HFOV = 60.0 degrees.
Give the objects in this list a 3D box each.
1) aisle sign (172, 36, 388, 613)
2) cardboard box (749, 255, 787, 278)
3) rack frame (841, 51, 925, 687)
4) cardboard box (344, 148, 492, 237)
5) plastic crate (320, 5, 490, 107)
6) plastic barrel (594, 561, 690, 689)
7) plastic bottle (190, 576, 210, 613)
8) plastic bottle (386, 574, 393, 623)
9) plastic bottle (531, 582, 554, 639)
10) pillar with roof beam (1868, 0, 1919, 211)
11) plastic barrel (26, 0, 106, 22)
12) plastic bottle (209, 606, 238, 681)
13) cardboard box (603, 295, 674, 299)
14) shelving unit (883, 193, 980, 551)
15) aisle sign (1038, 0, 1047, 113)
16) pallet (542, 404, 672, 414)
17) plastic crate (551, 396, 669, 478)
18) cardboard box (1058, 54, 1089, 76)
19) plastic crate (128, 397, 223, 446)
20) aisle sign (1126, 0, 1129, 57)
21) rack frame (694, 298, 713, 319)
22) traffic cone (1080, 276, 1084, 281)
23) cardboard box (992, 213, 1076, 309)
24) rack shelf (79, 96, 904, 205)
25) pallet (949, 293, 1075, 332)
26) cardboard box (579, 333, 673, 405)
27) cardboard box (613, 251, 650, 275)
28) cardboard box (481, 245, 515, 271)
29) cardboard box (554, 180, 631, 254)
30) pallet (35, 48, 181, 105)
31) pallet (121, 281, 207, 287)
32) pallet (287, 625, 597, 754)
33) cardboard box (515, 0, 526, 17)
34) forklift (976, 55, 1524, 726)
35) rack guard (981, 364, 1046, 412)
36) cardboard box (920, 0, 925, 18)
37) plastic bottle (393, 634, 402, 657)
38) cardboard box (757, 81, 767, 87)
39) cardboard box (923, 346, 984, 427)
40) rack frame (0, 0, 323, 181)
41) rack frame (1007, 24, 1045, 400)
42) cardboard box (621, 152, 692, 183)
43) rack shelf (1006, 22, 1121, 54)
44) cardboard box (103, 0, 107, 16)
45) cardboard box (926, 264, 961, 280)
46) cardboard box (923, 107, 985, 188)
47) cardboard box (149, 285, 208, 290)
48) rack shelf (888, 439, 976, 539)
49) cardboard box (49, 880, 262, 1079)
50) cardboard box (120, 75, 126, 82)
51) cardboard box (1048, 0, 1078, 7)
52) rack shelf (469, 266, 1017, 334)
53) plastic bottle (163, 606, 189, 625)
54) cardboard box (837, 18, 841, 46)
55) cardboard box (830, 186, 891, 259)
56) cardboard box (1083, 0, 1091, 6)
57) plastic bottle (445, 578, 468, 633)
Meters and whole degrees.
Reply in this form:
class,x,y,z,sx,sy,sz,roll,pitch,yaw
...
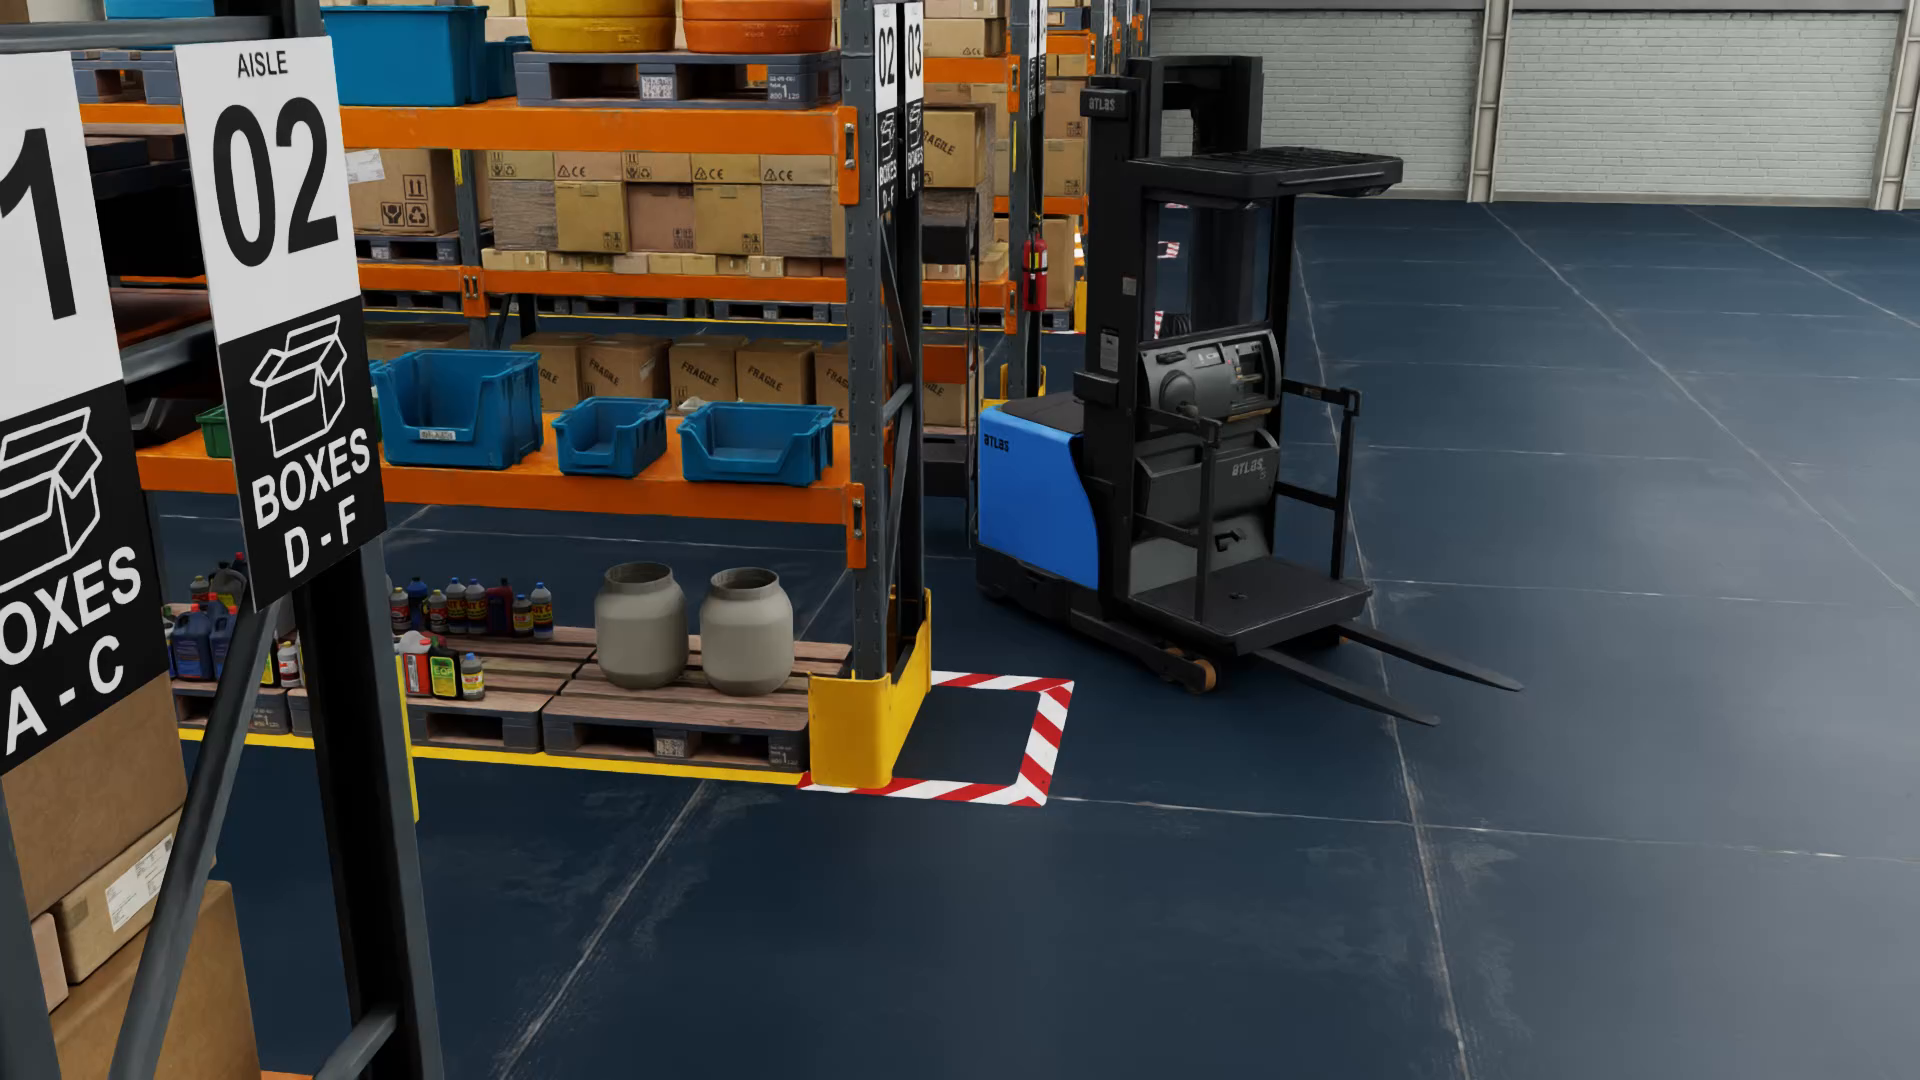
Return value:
class,x,y,z,sx,sy,sz,roll,pitch,yaw
aisle sign,-0.987,-0.329,2.463,0.004,0.787,0.394,3,19,9
cardboard box,-1.337,-1.980,11.890,0.250,0.149,0.380,3,19,9
rack frame,-0.311,-0.555,7.236,0.127,3.000,1.000,3,19,9
cardboard box,-4.237,-2.876,12.564,1.000,1.000,1.000,3,19,9
plastic crate,-2.242,-1.972,6.767,0.575,0.384,0.392,3,19,9
plastic barrel,-1.468,0.391,7.666,0.421,0.512,0.421,0,18,0
plastic bottle,-3.853,0.282,8.449,0.097,0.201,0.097,0,18,0
plastic bottle,-2.911,0.304,8.267,0.135,0.276,0.152,3,19,10
plastic bottle,-2.052,0.341,8.163,0.097,0.271,0.097,0,18,0
pillar with roof beam,13.451,-7.977,19.961,0.400,9.000,9.100,3,19,9
plastic barrel,-3.866,-2.348,7.028,0.421,0.512,0.421,0,18,0
plastic bottle,-3.343,0.471,7.649,0.185,0.351,0.144,2,19,6
cardboard box,-3.216,-2.993,17.403,0.750,0.750,1.050,3,19,8
shelving unit,-0.163,-1.004,9.995,0.503,2.100,0.431,3,19,9
aisle sign,0.583,-3.431,11.732,0.004,0.787,0.394,3,19,9
pallet,-2.806,-0.963,12.849,1.213,0.211,1.003,3,19,9
plastic crate,-1.493,-0.451,7.157,0.408,0.251,0.499,3,19,9
cardboard box,1.507,-5.832,20.803,0.500,0.500,0.700,2,19,7
plastic crate,-3.764,-0.661,7.649,0.504,0.338,0.767,3,19,9
aisle sign,2.062,-6.351,20.459,0.004,0.787,0.394,3,19,9
rack frame,-2.588,-3.857,17.104,0.127,3.000,1.000,3,19,9
traffic cone,1.577,-3.261,19.321,0.334,0.463,0.336,3,19,9
cardboard box,0.681,-2.861,16.813,0.875,0.875,0.875,3,19,9
rack shelf,-2.286,-1.737,7.175,4.000,0.370,1.077,3,19,9
pallet,0.559,-2.349,16.991,1.213,0.211,1.003,3,19,9
cardboard box,-2.520,-1.263,12.628,0.500,0.500,0.500,9,21,26
cardboard box,-2.326,-2.029,12.034,0.250,0.149,0.380,3,19,9
cardboard box,-3.310,-2.084,12.201,0.250,0.149,0.380,3,19,9
cardboard box,-2.552,-2.419,12.178,0.500,0.500,0.875,3,19,9
pallet,-3.533,-2.084,7.374,1.003,0.211,1.213,3,19,9
pallet,-8.510,-2.838,18.452,1.213,0.211,1.003,3,19,9
pallet,-2.396,0.673,7.958,1.213,0.211,1.003,3,19,9
cardboard box,-2.929,-3.744,11.646,0.250,0.149,0.380,2,19,6
forklift,1.388,-0.820,8.135,1.130,2.935,3.031,-14,23,-35
rack guard,0.399,-0.925,12.281,0.348,0.500,1.175,3,19,9
cardboard box,-0.375,-3.593,11.195,0.250,0.149,0.380,2,19,6
plastic bottle,-2.575,0.544,7.548,0.135,0.276,0.152,2,19,7
cardboard box,-1.668,-4.420,16.847,0.550,0.550,0.875,3,19,9
cardboard box,-0.139,-1.157,12.313,0.500,0.500,0.500,7,20,19
rack frame,-1.100,-1.849,1.646,0.127,3.000,1.000,3,19,9
rack frame,0.474,-2.107,11.873,0.127,3.000,1.000,3,19,9
cardboard box,-2.083,-2.819,11.798,0.500,0.500,0.500,3,19,9
rack shelf,0.072,-6.394,21.091,4.000,0.370,1.077,3,19,9
cardboard box,-6.003,-4.063,12.045,0.500,0.500,0.500,2,19,7
cardboard box,-0.086,-1.950,11.801,0.250,0.149,0.380,3,19,9
cardboard box,-0.108,-2.720,11.503,0.500,0.500,0.500,3,19,9
cardboard box,-6.233,-1.841,13.141,0.500,0.250,0.500,5,19,15
rack shelf,-0.163,-0.327,10.221,0.480,0.518,0.431,3,19,9
cardboard box,-1.559,0.921,2.665,0.500,0.500,0.700,3,19,9
cardboard box,-11.315,-6.325,22.747,0.500,0.500,0.500,3,19,9
cardboard box,0.979,-5.116,15.716,0.250,0.149,0.380,3,19,9
rack shelf,-1.500,-1.867,12.288,4.000,0.370,1.077,3,19,9
plastic bottle,-3.676,0.451,7.817,0.133,0.283,0.061,3,19,9
cardboard box,-0.535,-3.427,11.328,0.500,0.250,0.500,3,19,9
cardboard box,-0.577,-2.319,11.881,0.500,0.500,0.875,3,19,9
cardboard box,1.498,-6.645,20.477,0.500,0.250,0.500,3,19,8
plastic bottle,-2.489,0.319,8.230,0.097,0.271,0.097,0,18,0
